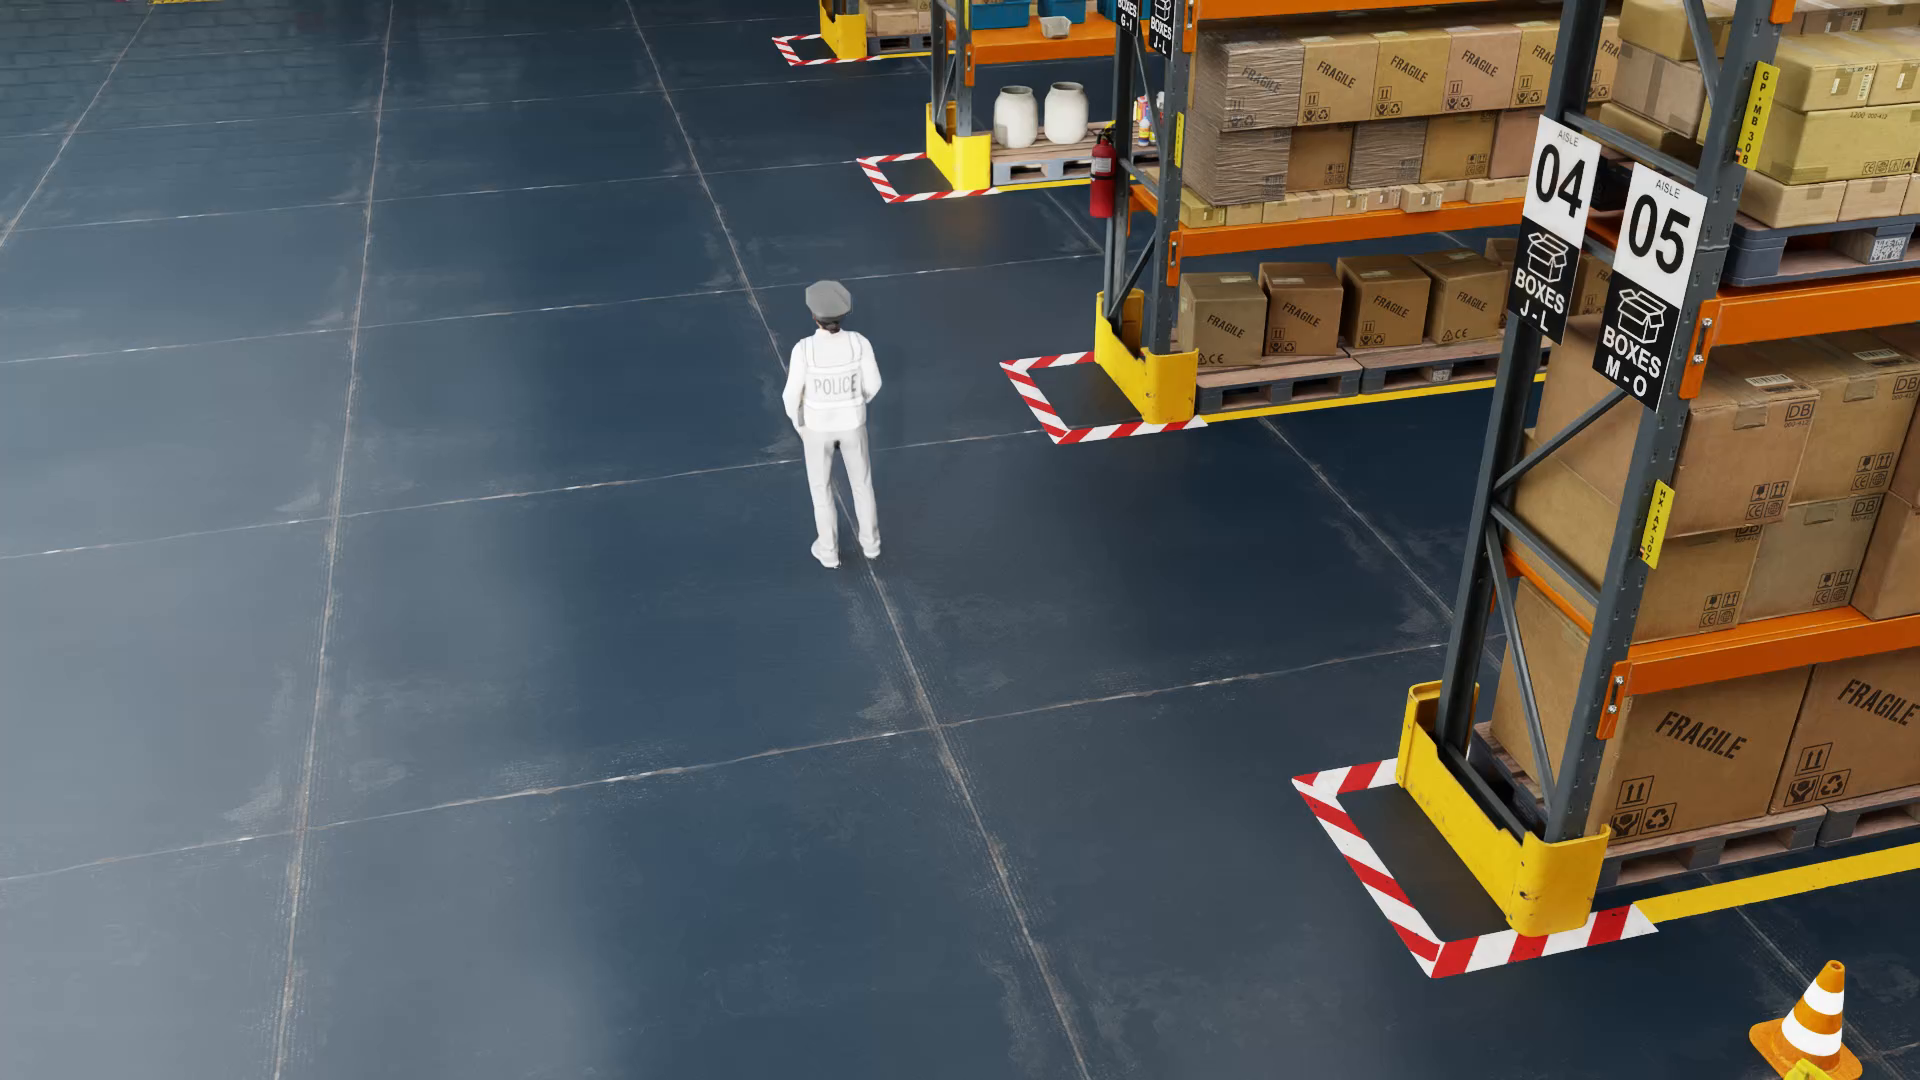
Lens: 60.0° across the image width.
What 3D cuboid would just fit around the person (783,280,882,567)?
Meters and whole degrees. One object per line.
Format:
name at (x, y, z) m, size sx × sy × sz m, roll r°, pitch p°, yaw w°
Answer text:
person at (-0.714, -0.654, 9.307) m, size 0.557 × 1.696 × 0.402 m, roll -8°, pitch 31°, yaw -13°
